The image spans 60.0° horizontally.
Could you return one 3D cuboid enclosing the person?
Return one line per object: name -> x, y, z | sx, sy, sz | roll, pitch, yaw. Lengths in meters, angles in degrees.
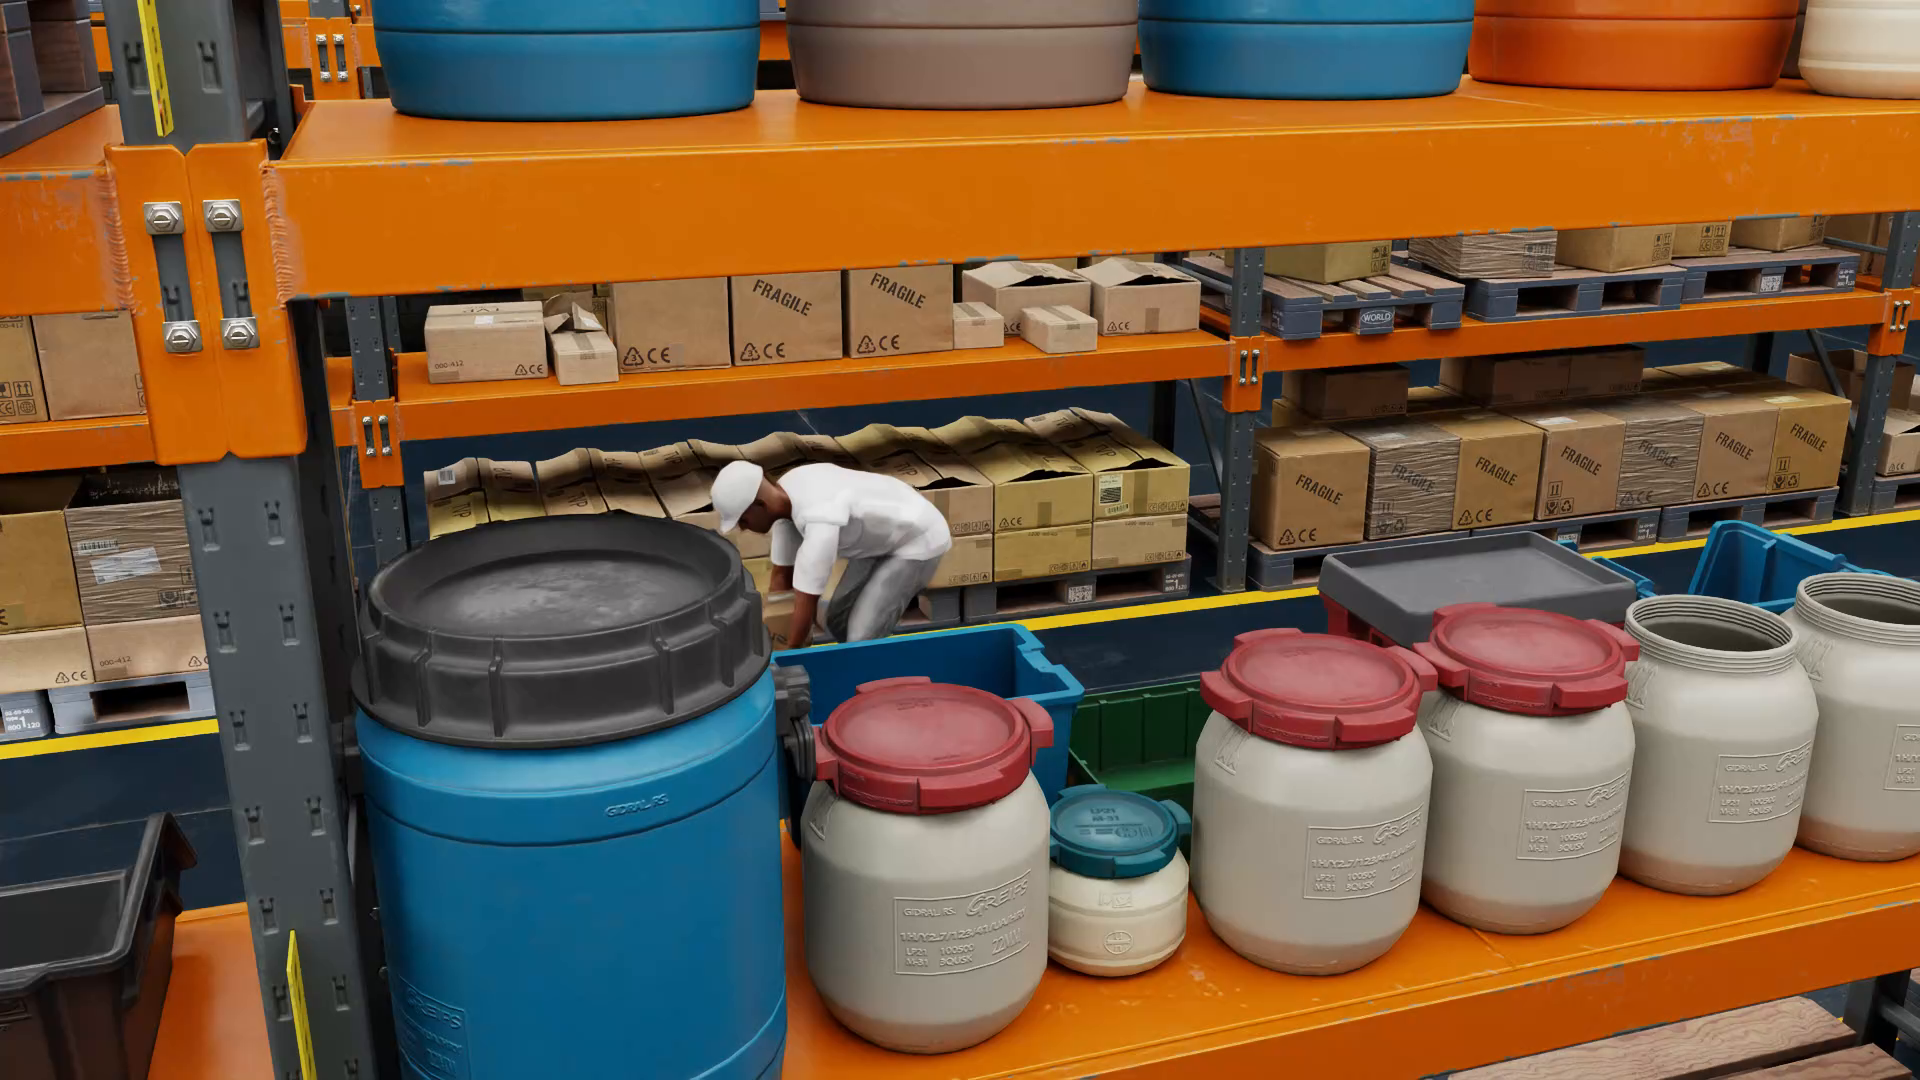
person -> -0.503, 0.242, 6.644 | 0.945, 1.231, 0.498 | -7, 20, -19
